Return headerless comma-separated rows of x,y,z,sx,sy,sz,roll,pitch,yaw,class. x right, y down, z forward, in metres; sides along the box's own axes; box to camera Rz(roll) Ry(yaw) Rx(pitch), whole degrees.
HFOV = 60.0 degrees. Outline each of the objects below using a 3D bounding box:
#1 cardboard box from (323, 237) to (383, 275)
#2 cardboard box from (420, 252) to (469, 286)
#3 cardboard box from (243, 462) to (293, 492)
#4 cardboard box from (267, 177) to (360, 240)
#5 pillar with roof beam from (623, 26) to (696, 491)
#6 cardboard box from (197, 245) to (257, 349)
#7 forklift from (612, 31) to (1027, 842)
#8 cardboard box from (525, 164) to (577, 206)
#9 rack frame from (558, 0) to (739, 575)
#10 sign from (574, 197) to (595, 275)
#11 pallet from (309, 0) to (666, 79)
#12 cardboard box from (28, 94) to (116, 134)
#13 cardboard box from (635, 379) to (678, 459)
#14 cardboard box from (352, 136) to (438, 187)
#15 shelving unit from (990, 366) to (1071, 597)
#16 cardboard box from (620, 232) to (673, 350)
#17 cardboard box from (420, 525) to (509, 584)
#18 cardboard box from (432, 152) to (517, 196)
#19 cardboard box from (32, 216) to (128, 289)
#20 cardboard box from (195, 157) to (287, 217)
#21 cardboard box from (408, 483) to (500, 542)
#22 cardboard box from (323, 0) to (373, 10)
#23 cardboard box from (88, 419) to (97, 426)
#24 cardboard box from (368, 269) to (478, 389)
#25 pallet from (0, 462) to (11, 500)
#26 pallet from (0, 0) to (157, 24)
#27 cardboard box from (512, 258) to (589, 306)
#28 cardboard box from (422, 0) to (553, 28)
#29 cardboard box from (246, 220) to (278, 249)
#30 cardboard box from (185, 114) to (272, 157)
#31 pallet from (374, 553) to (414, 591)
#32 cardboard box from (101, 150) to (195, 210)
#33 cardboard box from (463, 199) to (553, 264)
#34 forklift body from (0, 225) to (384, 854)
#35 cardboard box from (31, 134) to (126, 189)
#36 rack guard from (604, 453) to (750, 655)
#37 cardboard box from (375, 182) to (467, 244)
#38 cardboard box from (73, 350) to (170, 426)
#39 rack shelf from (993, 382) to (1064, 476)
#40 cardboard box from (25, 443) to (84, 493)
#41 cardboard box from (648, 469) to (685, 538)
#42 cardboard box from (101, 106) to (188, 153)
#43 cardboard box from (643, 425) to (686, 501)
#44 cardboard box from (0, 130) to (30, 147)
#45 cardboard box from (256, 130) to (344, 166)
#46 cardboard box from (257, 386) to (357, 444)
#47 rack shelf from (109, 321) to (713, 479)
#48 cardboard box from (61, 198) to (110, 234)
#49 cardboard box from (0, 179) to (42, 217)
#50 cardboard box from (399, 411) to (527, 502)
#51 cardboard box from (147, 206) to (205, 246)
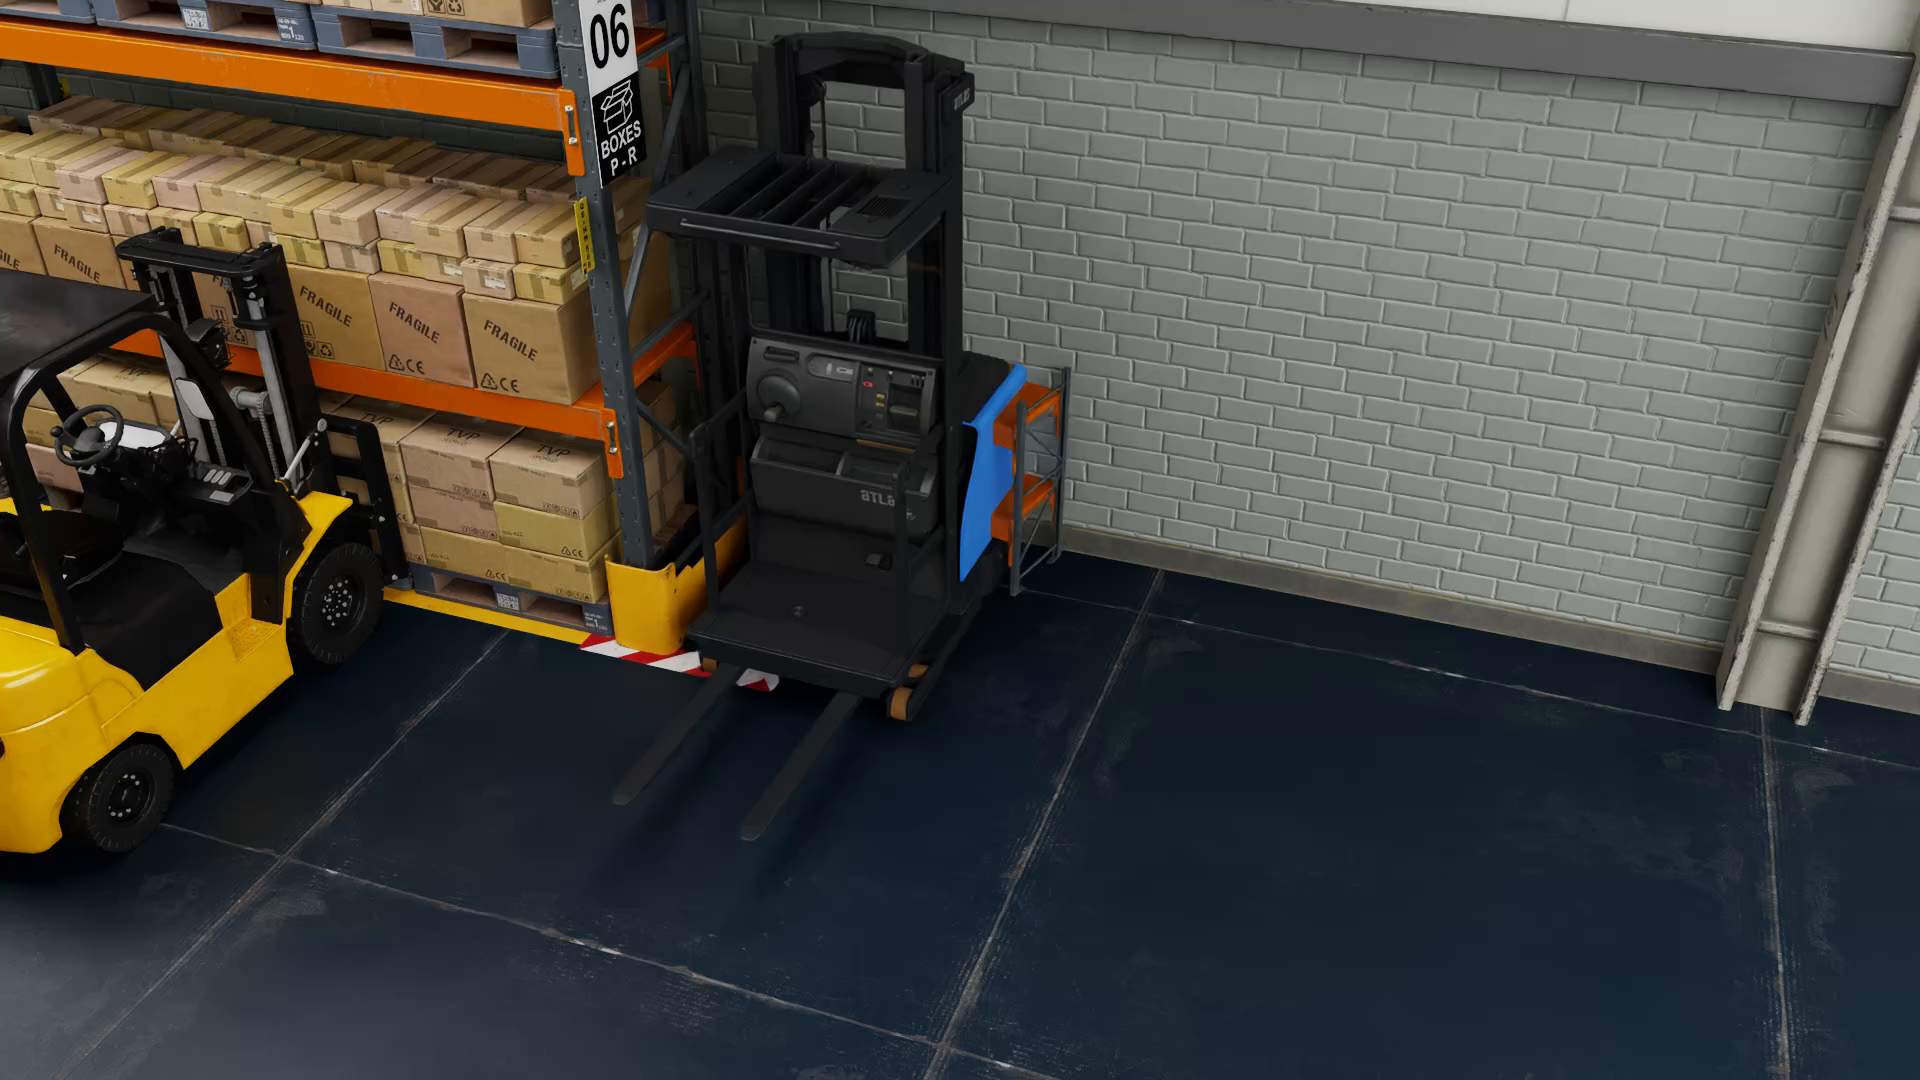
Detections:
-2.820,-1.428,7.973,0.250,0.149,0.380,10,34,15,cardboard box
-2.323,-1.352,7.856,0.250,0.149,0.380,12,35,17,cardboard box
-3.423,-0.442,8.823,0.500,0.250,0.500,11,34,16,cardboard box
-3.072,-1.586,7.945,0.250,0.149,0.380,12,35,17,cardboard box
-3.232,-1.916,3.890,0.400,9.000,9.100,11,34,16,pillar with roof beam
-3.425,-1.284,8.349,0.500,0.500,0.500,11,35,17,cardboard box
-0.628,-0.629,7.490,1.130,2.935,3.031,12,35,18,forklift
-1.902,-1.697,8.117,0.250,0.149,0.380,12,35,18,cardboard box
-1.428,-1.006,8.011,0.127,3.000,1.000,11,34,16,rack frame
-1.624,-1.318,7.208,0.005,0.325,0.100,11,34,16,sign
-2.085,-2.372,7.443,1.213,0.211,1.003,11,34,16,pallet
-4.791,-2.274,9.010,0.250,0.149,0.380,11,34,17,cardboard box
-1.817,-0.632,8.658,0.500,0.250,0.500,10,34,16,cardboard box
-2.859,-1.909,8.445,0.250,0.149,0.380,10,34,15,cardboard box
-0.016,-0.440,8.832,1.048,1.125,0.538,18,35,27,shelving unit
-1.801,-1.281,8.344,0.500,0.500,0.500,12,35,18,cardboard box
-2.442,-0.048,8.675,0.500,0.250,0.500,11,34,16,cardboard box
-2.389,-1.775,8.238,0.250,0.149,0.380,11,35,17,cardboard box
-4.368,-1.479,8.651,0.500,0.500,0.500,12,35,17,cardboard box
-3.514,-1.736,8.177,0.250,0.149,0.380,11,34,17,cardboard box
-2.460,-0.264,8.549,0.500,0.250,0.500,11,34,16,cardboard box
-2.549,-2.471,7.160,0.258,0.266,0.396,11,34,17,cardboard box
-4.368,-0.632,9.119,0.500,0.250,0.500,11,34,16,cardboard box
-2.465,-1.104,8.070,0.500,0.500,0.500,12,35,18,cardboard box
-5.900,-0.682,10.079,1.213,0.211,1.003,11,34,16,pallet
-4.382,-2.818,8.134,1.213,0.211,1.003,11,34,16,pallet
-1.849,-1.241,7.685,0.250,0.149,0.380,12,35,17,cardboard box
-1.927,-2.484,6.962,0.500,0.500,0.500,12,35,18,cardboard box
-3.270,-1.555,8.171,0.250,0.149,0.380,11,34,16,cardboard box
-3.821,-2.093,8.731,0.250,0.149,0.380,10,34,16,cardboard box
-3.307,-0.178,9.298,1.213,0.211,1.003,11,34,16,pallet
-4.013,-1.791,8.262,0.250,0.149,0.380,10,34,16,cardboard box
-2.079,-1.433,7.708,0.250,0.149,0.380,11,34,17,cardboard box
-3.829,-0.065,7.336,1.214,2.155,2.313,11,34,16,forklift body
-4.474,-1.924,8.468,0.250,0.149,0.380,10,34,16,cardboard box
-1.406,0.048,8.683,0.348,0.500,1.175,11,34,16,rack guard
-2.544,-1.551,7.890,0.250,0.149,0.380,11,35,17,cardboard box
-4.366,-0.832,8.968,0.500,0.250,0.500,11,34,17,cardboard box
-0.011,-0.691,8.682,1.000,0.278,0.538,18,35,27,rack shelf
-4.850,-0.502,9.378,0.500,0.250,0.500,11,35,17,cardboard box
-1.825,-0.217,8.937,0.500,0.250,0.500,11,34,17,cardboard box
-4.315,-2.165,8.841,0.250,0.149,0.380,11,34,16,cardboard box
-1.801,-0.430,8.805,0.500,0.250,0.500,12,35,17,cardboard box
-4.994,-1.968,8.536,0.250,0.149,0.380,12,35,17,cardboard box
-3.369,-1.961,8.525,0.250,0.149,0.380,12,35,18,cardboard box
-3.402,-0.647,8.681,0.500,0.250,0.500,10,34,15,cardboard box
-3.311,-1.070,8.773,4.000,0.370,1.077,11,34,16,rack shelf
-4.276,-1.697,8.391,0.250,0.149,0.380,12,35,18,cardboard box
-4.738,-1.814,8.571,0.250,0.149,0.380,12,35,18,cardboard box
-2.450,-0.463,8.396,0.500,0.250,0.500,12,35,17,cardboard box
-3.787,-1.611,8.258,0.250,0.149,0.380,10,34,15,cardboard box
